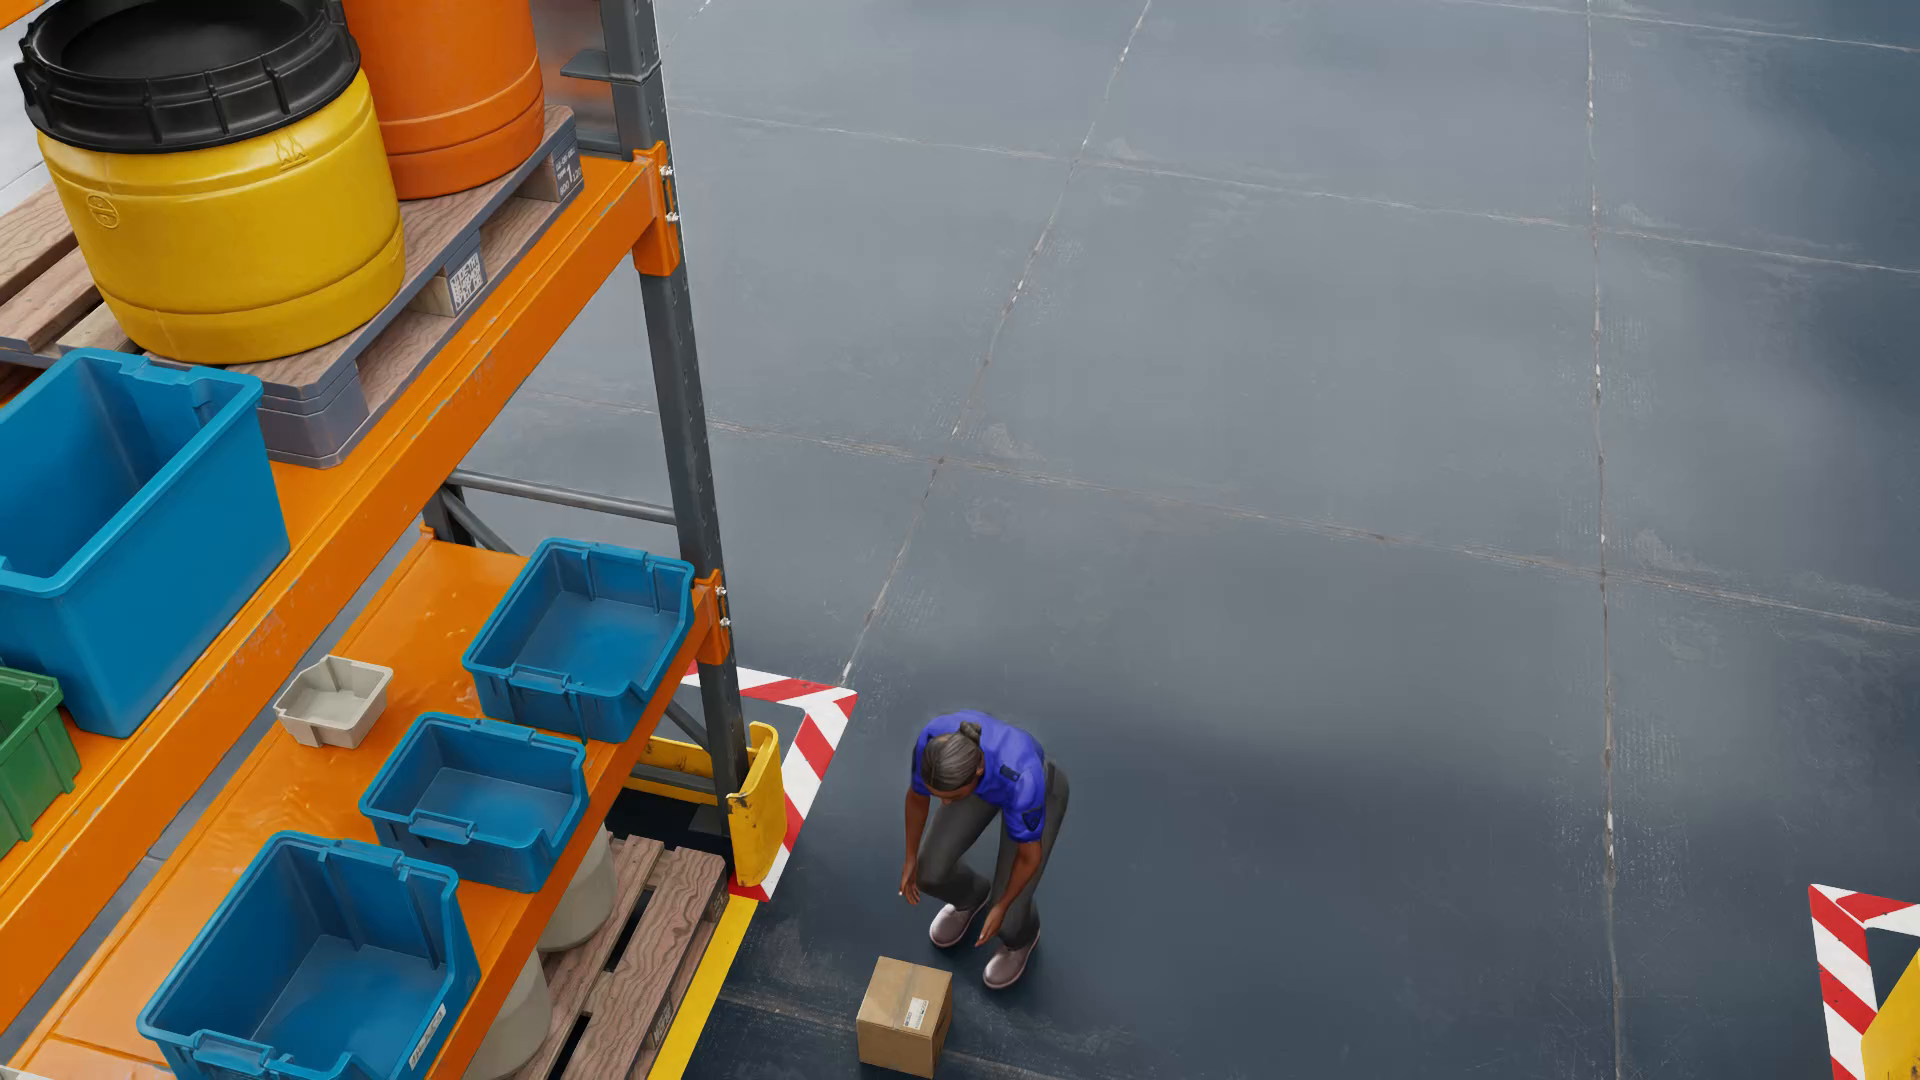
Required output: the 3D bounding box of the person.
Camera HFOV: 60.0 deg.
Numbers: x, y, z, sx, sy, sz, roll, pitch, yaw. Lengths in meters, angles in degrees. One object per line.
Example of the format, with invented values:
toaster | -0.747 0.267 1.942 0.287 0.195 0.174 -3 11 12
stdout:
person | 0.102 0.943 5.363 0.496 1.304 0.669 25 47 26
